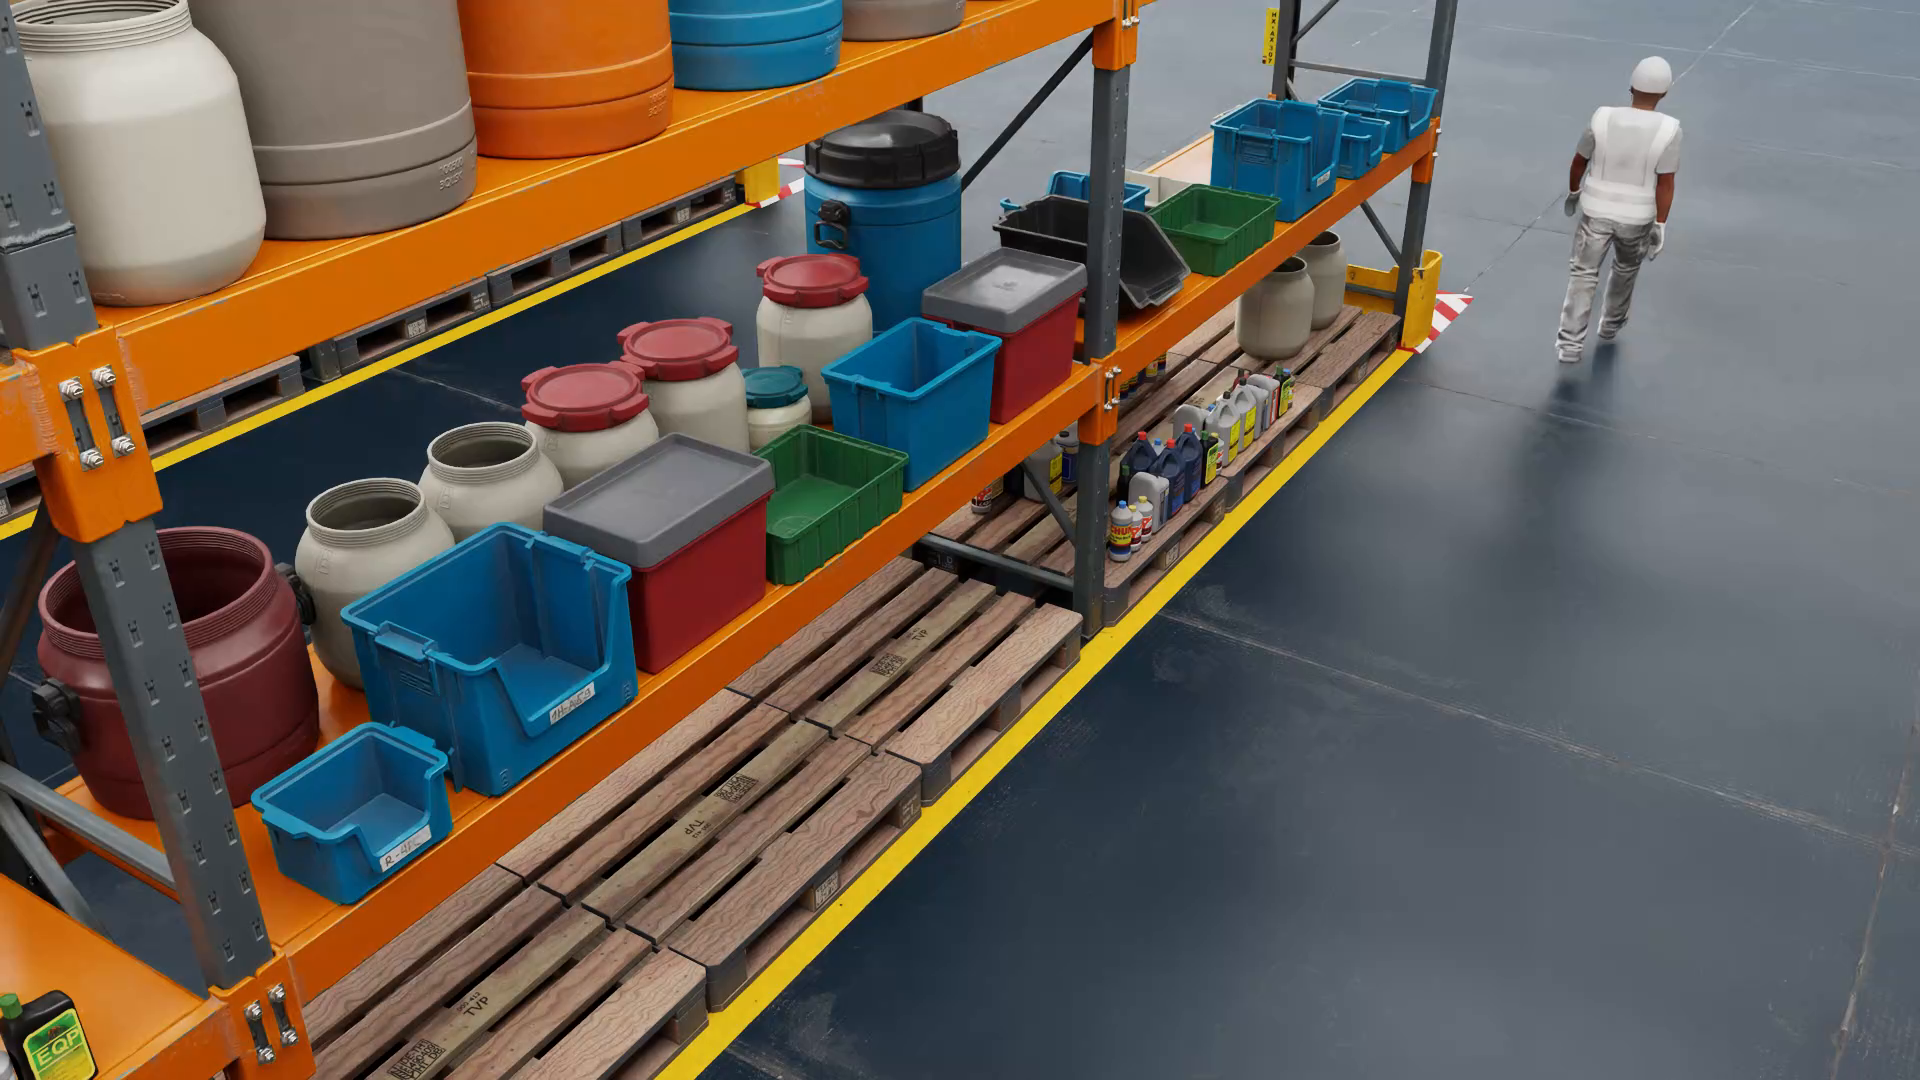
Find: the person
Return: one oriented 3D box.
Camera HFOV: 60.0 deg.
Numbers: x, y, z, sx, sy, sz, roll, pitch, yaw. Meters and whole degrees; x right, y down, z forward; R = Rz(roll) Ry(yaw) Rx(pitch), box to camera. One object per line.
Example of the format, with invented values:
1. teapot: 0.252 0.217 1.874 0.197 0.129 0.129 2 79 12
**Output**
1. person: 3.723 -1.877 9.445 0.570 1.749 1.054 12 32 20
